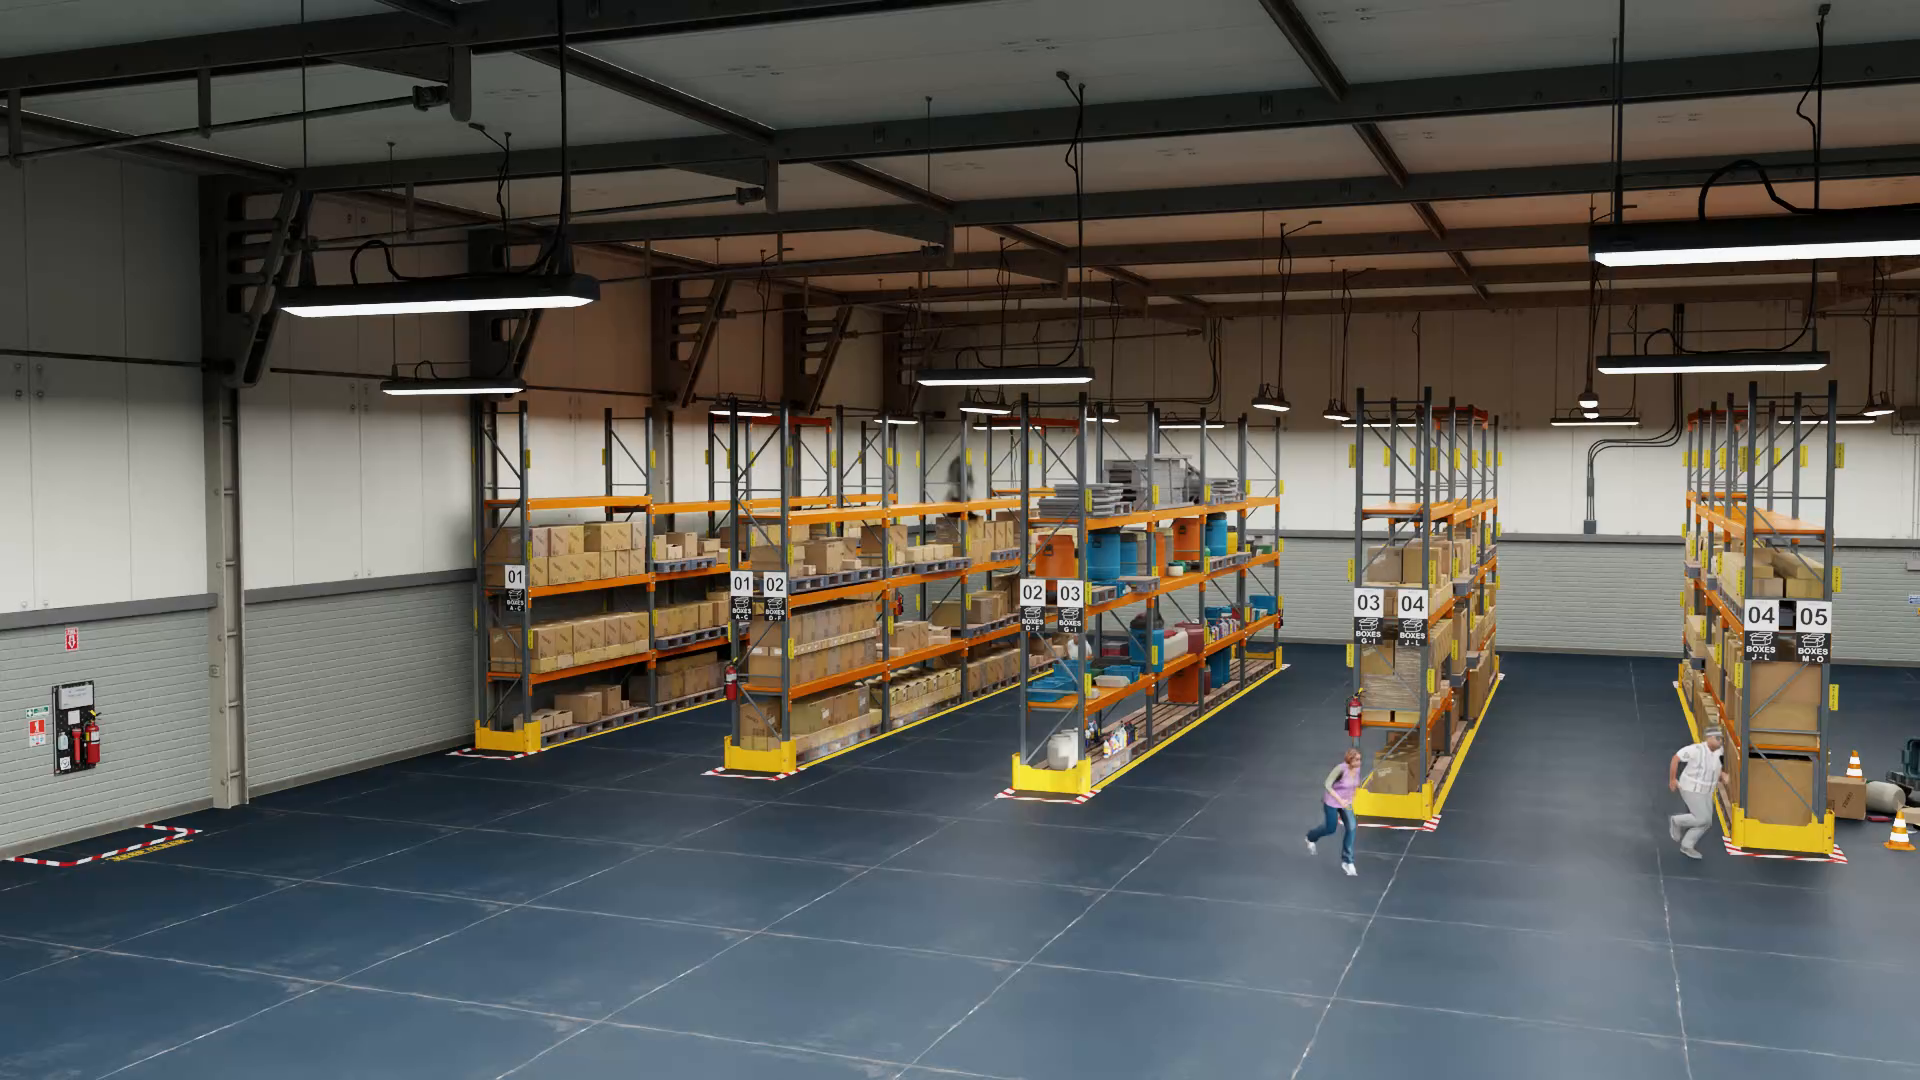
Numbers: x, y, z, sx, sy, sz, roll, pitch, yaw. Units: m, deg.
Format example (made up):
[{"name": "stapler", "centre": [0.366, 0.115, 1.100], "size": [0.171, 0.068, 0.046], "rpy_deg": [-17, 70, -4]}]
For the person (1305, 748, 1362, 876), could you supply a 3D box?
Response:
[{"name": "person", "centre": [4.573, 3.265, 20.364], "size": [0.569, 1.547, 0.912], "rpy_deg": [-2, 3, -34]}]

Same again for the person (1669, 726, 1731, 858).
[{"name": "person", "centre": [9.306, 3.150, 20.895], "size": [0.653, 1.701, 0.749], "rpy_deg": [-2, 3, -30]}]

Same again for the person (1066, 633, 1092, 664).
[{"name": "person", "centre": [2.364, 2.589, 33.340], "size": [0.591, 1.590, 0.726], "rpy_deg": [1, 3, 19]}]

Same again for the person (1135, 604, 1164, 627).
[{"name": "person", "centre": [4.275, 2.282, 37.811], "size": [0.713, 1.776, 0.954], "rpy_deg": [0, 3, 9]}]
